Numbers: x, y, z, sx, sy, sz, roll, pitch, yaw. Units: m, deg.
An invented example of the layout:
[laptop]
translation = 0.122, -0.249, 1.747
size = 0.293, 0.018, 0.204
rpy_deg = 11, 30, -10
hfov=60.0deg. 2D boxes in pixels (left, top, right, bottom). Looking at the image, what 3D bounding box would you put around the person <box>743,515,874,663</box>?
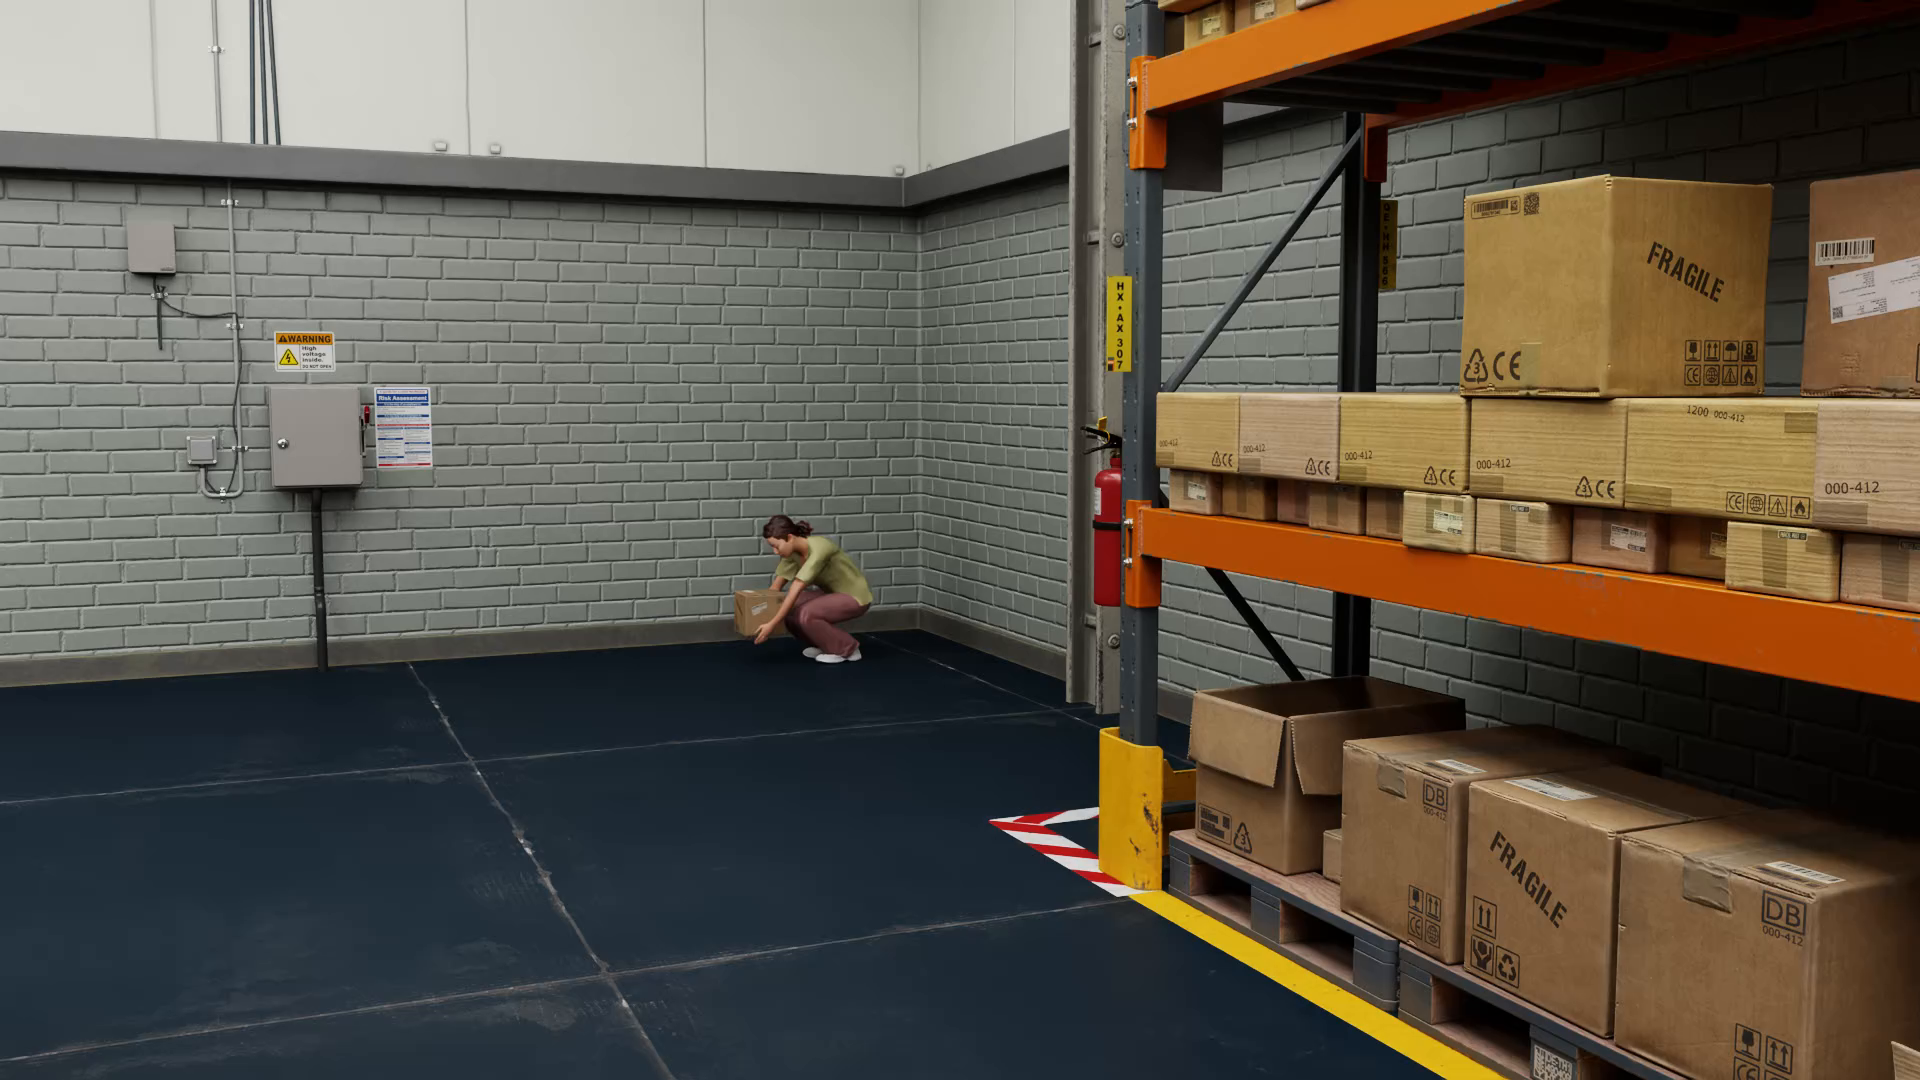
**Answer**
[person]
translation = -0.930, 0.297, 10.317
size = 0.803, 0.931, 0.479
rpy_deg = -2, 6, -24
